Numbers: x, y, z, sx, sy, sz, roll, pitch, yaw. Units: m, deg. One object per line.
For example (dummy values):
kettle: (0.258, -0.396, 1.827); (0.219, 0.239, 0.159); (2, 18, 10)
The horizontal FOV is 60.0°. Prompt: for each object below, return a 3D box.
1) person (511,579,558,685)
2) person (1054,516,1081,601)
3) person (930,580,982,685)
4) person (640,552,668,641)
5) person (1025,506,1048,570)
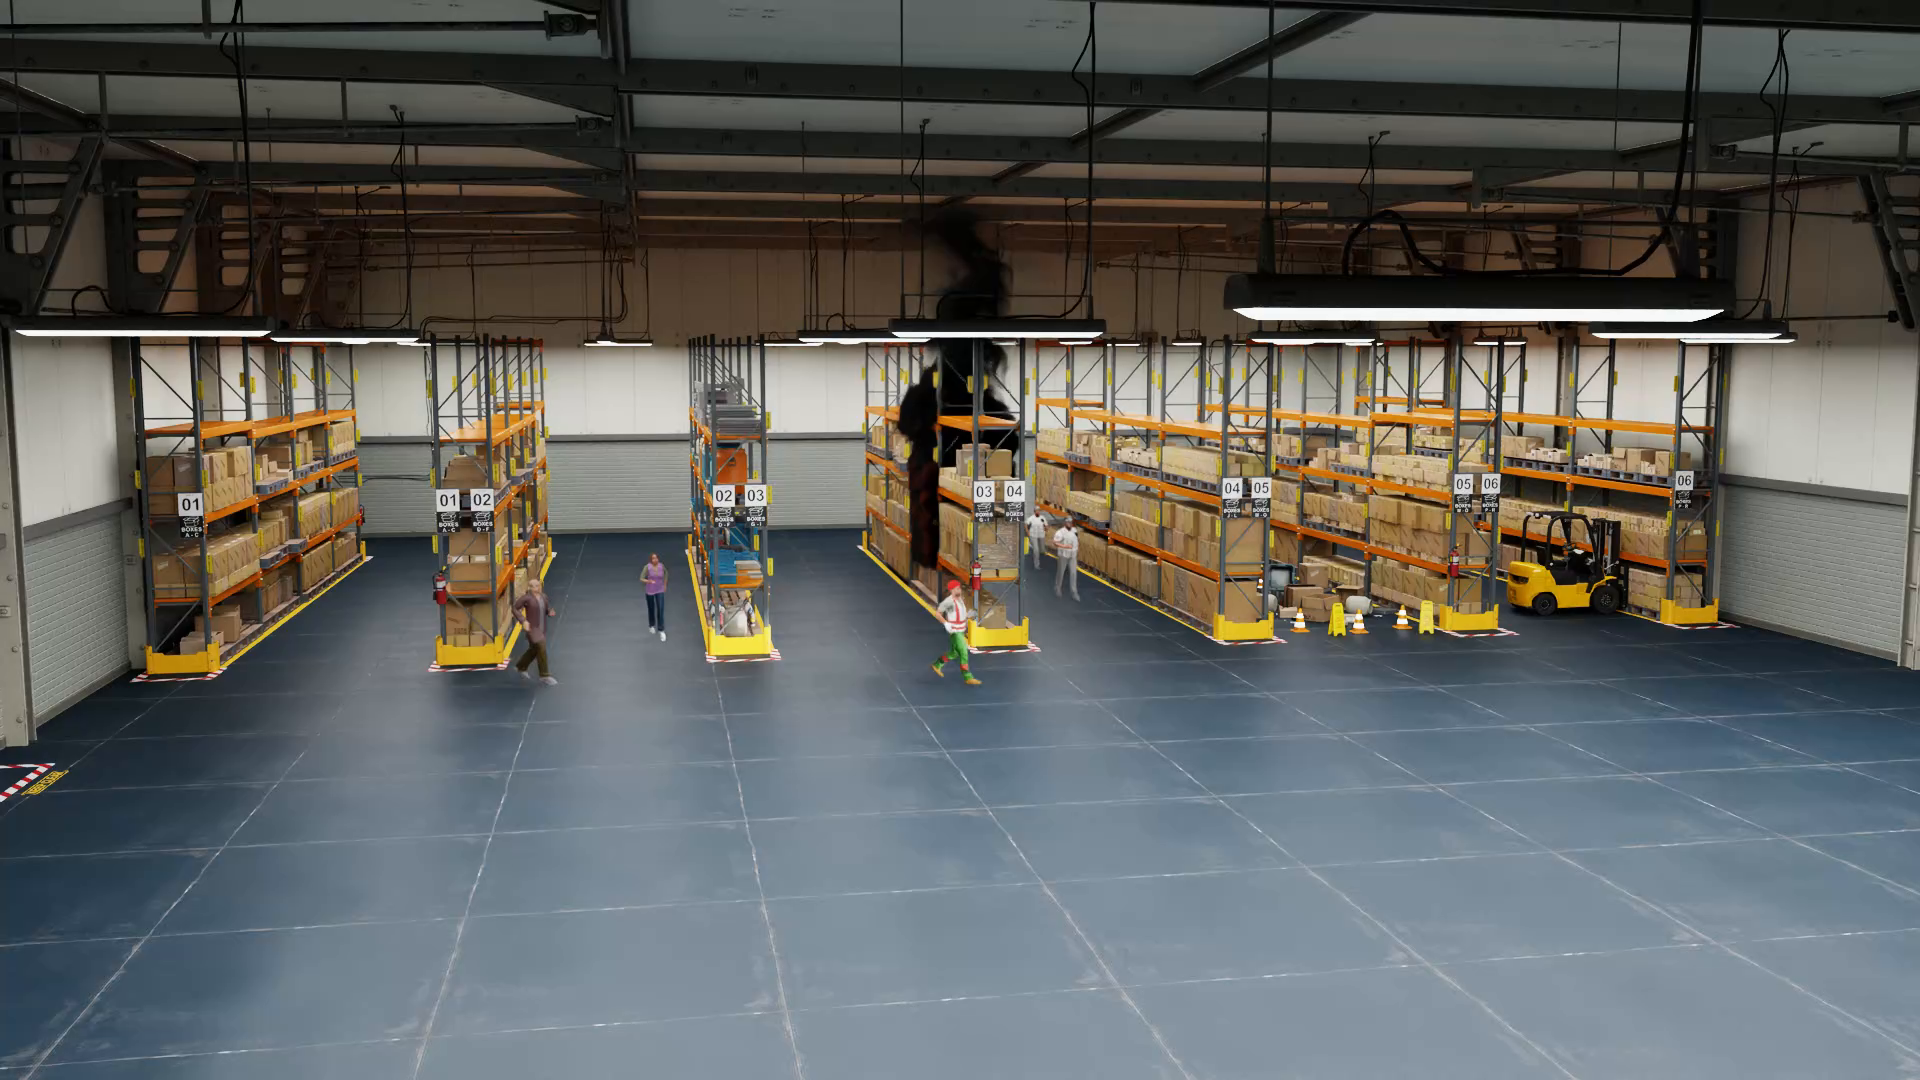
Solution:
person: (-7.281, 1.550, 28.459); (0.976, 1.787, 0.699); (3, 7, 25)
person: (2.358, 0.373, 36.499); (0.683, 1.846, 0.795); (-3, 7, -23)
person: (-0.076, 1.563, 28.427); (0.999, 1.766, 0.663); (3, 7, 22)
person: (-5.794, 1.040, 31.550); (0.563, 1.652, 0.757); (-2, 7, -18)
person: (2.014, -0.066, 43.462); (0.620, 1.634, 0.782); (-1, 7, -13)
